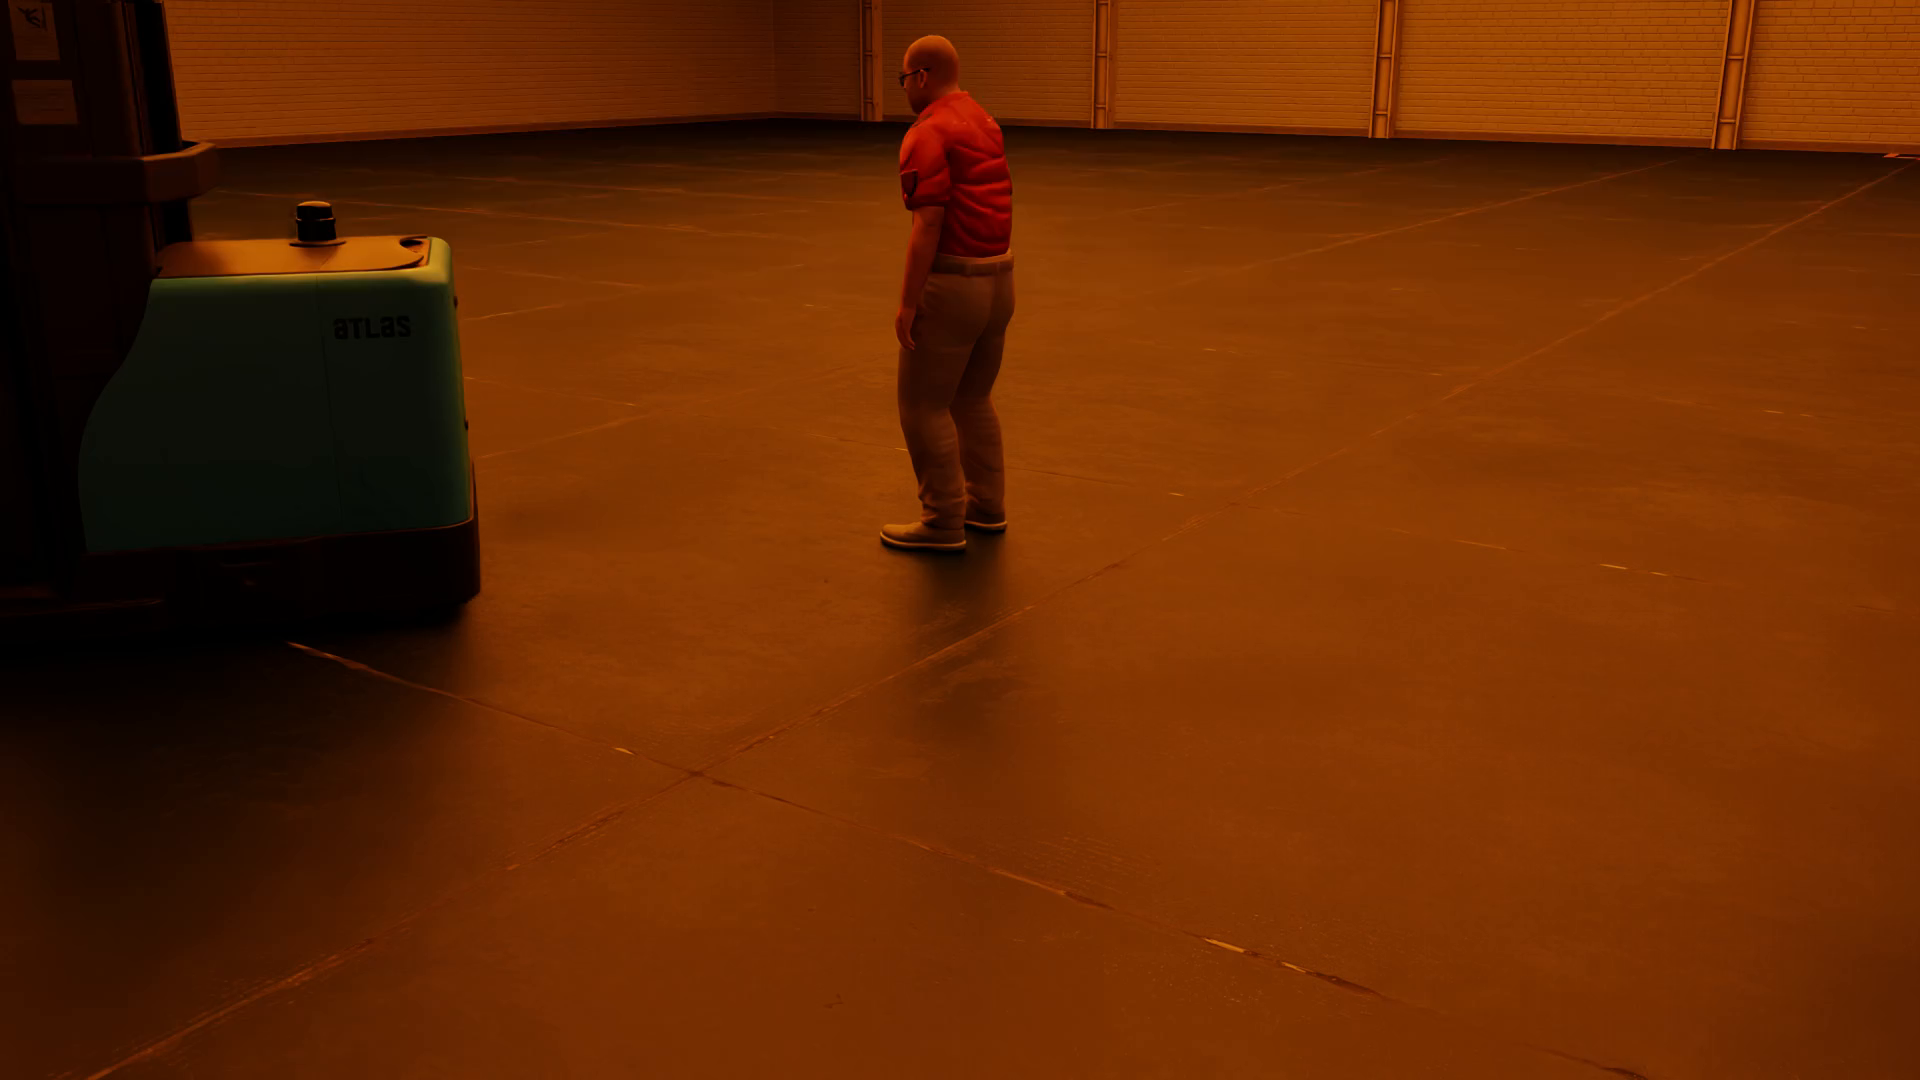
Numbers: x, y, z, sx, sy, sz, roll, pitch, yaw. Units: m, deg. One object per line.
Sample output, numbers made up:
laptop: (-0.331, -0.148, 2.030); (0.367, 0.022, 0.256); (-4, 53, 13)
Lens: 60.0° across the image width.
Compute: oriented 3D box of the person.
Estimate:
person: (-0.036, -0.832, 5.715); (0.396, 1.726, 0.587); (10, 20, 31)

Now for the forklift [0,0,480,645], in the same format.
forklift: (-3.064, -1.174, 4.759); (3.031, 2.935, 1.130); (-5, 17, -15)
